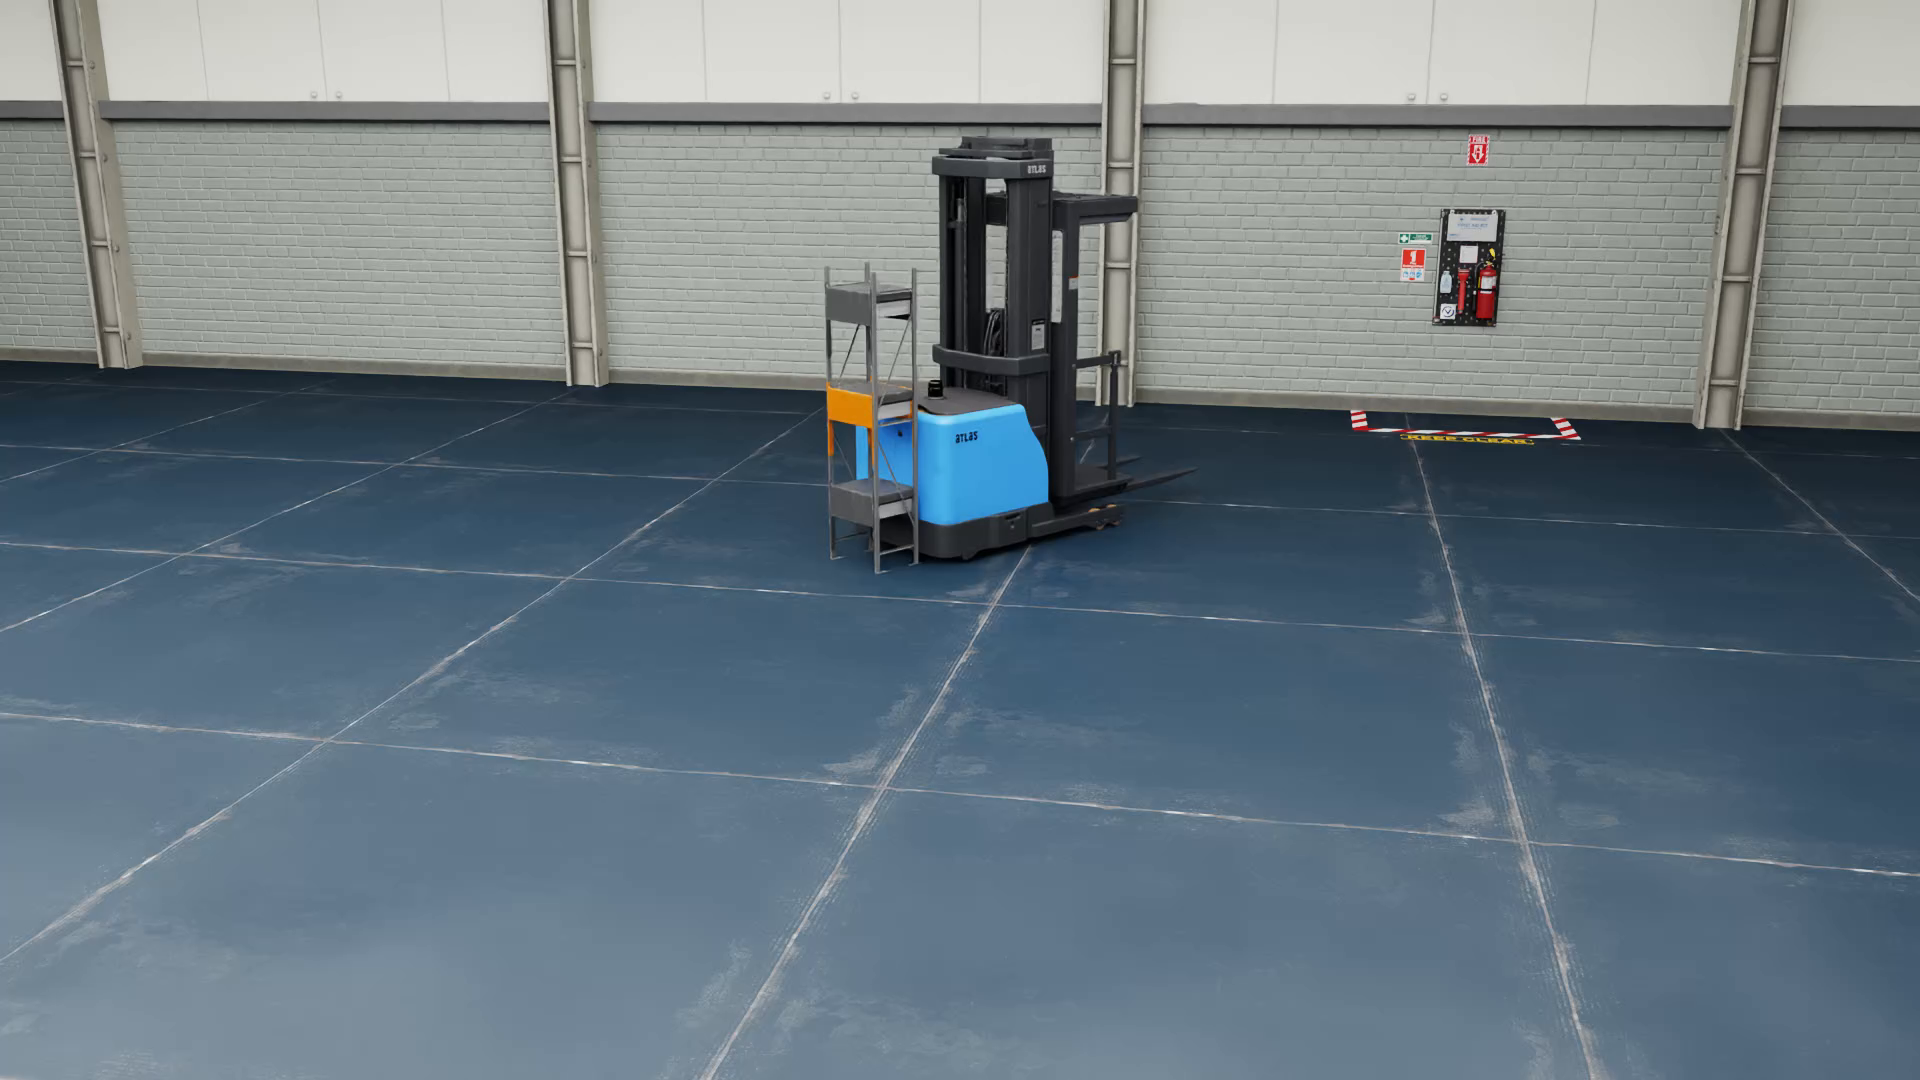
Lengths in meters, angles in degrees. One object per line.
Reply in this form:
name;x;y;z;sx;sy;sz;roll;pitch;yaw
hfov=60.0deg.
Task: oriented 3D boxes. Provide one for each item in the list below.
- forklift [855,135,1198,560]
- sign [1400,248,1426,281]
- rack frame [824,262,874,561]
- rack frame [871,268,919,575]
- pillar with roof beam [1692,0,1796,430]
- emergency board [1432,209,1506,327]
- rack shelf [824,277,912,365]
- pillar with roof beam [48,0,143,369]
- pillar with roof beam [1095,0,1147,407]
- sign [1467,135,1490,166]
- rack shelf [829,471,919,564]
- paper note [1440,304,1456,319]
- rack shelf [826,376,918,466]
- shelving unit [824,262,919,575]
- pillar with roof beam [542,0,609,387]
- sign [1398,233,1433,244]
forklift;0.641;-1.580;12.706;3.031;2.935;1.130;-14;21;-41
sign;4.604;-2.795;16.897;0.234;0.329;0.001;3;16;11
rack frame;-0.782;-0.899;11.804;0.400;2.100;0.015;-14;21;-42
rack frame;-0.445;-0.805;11.464;0.400;2.100;0.015;-14;21;-42
pillar with roof beam;6.681;-4.345;11.322;0.400;9.000;9.100;3;16;11
emergency board;5.125;-2.722;16.699;0.643;1.169;0.194;3;16;11
rack shelf;-0.613;-1.513;11.451;0.431;0.518;0.480;-14;21;-42
pillar with roof beam;-10.958;-5.303;14.778;0.400;9.000;9.100;3;16;11
pillar with roof beam;0.801;-4.664;12.474;0.400;9.000;9.100;3;16;11
sign;5.137;-3.865;16.485;0.199;0.298;0.001;3;16;11
rack shelf;-0.613;-0.164;11.825;0.431;0.518;0.480;-14;21;-42
paper note;4.965;-2.325;16.915;0.142;0.148;0.016;3;16;11
rack shelf;-0.613;-0.839;11.638;0.431;0.518;0.480;-14;21;-42
shelving unit;-0.613;-0.852;11.634;0.431;2.100;0.503;-14;21;-42
pillar with roof beam;-5.078;-4.984;13.626;0.400;9.000;9.100;3;16;11
sign;4.606;-3.048;16.817;0.331;0.109;0.001;3;16;11
